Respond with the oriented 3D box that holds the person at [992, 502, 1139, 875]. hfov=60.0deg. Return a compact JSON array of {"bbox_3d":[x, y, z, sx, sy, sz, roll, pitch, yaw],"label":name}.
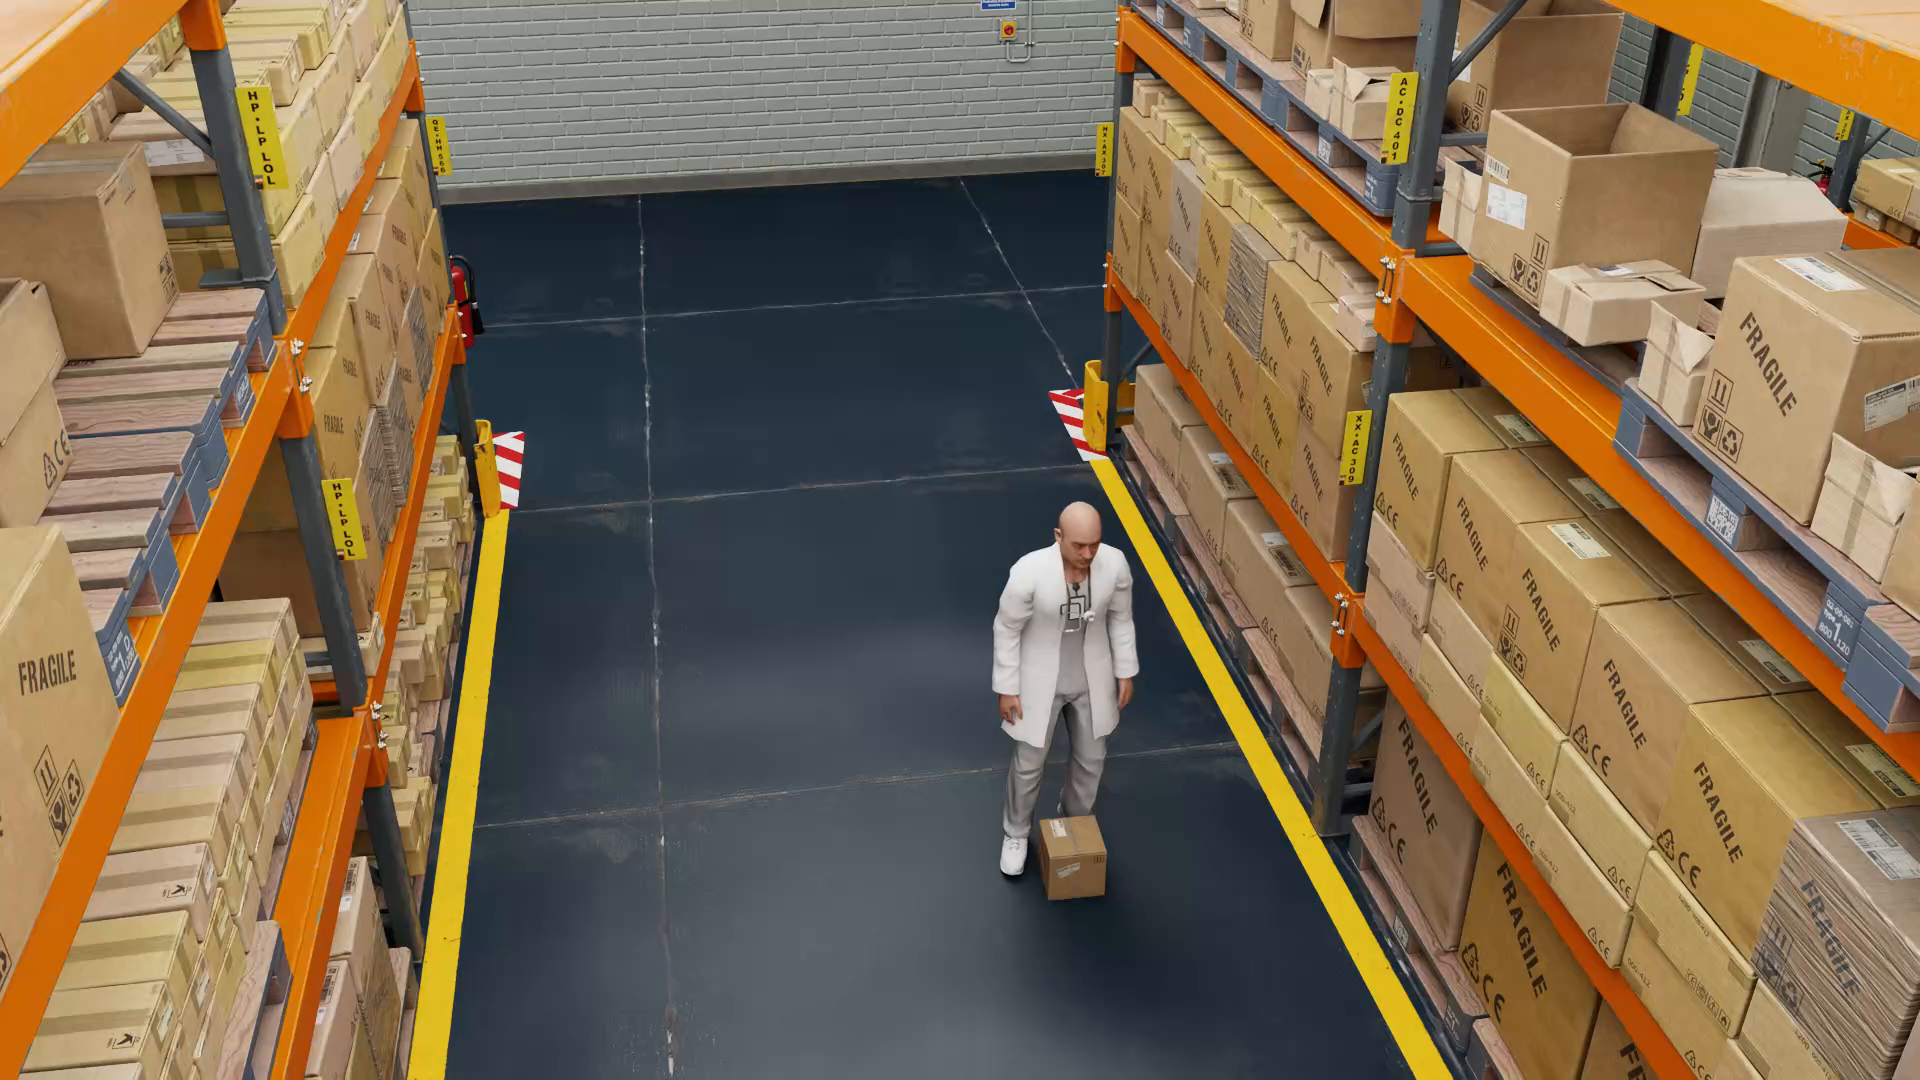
[{"bbox_3d":[0.452,0.610,7.113,0.653,1.774,0.423,-7,31,-12],"label":"person"}]
